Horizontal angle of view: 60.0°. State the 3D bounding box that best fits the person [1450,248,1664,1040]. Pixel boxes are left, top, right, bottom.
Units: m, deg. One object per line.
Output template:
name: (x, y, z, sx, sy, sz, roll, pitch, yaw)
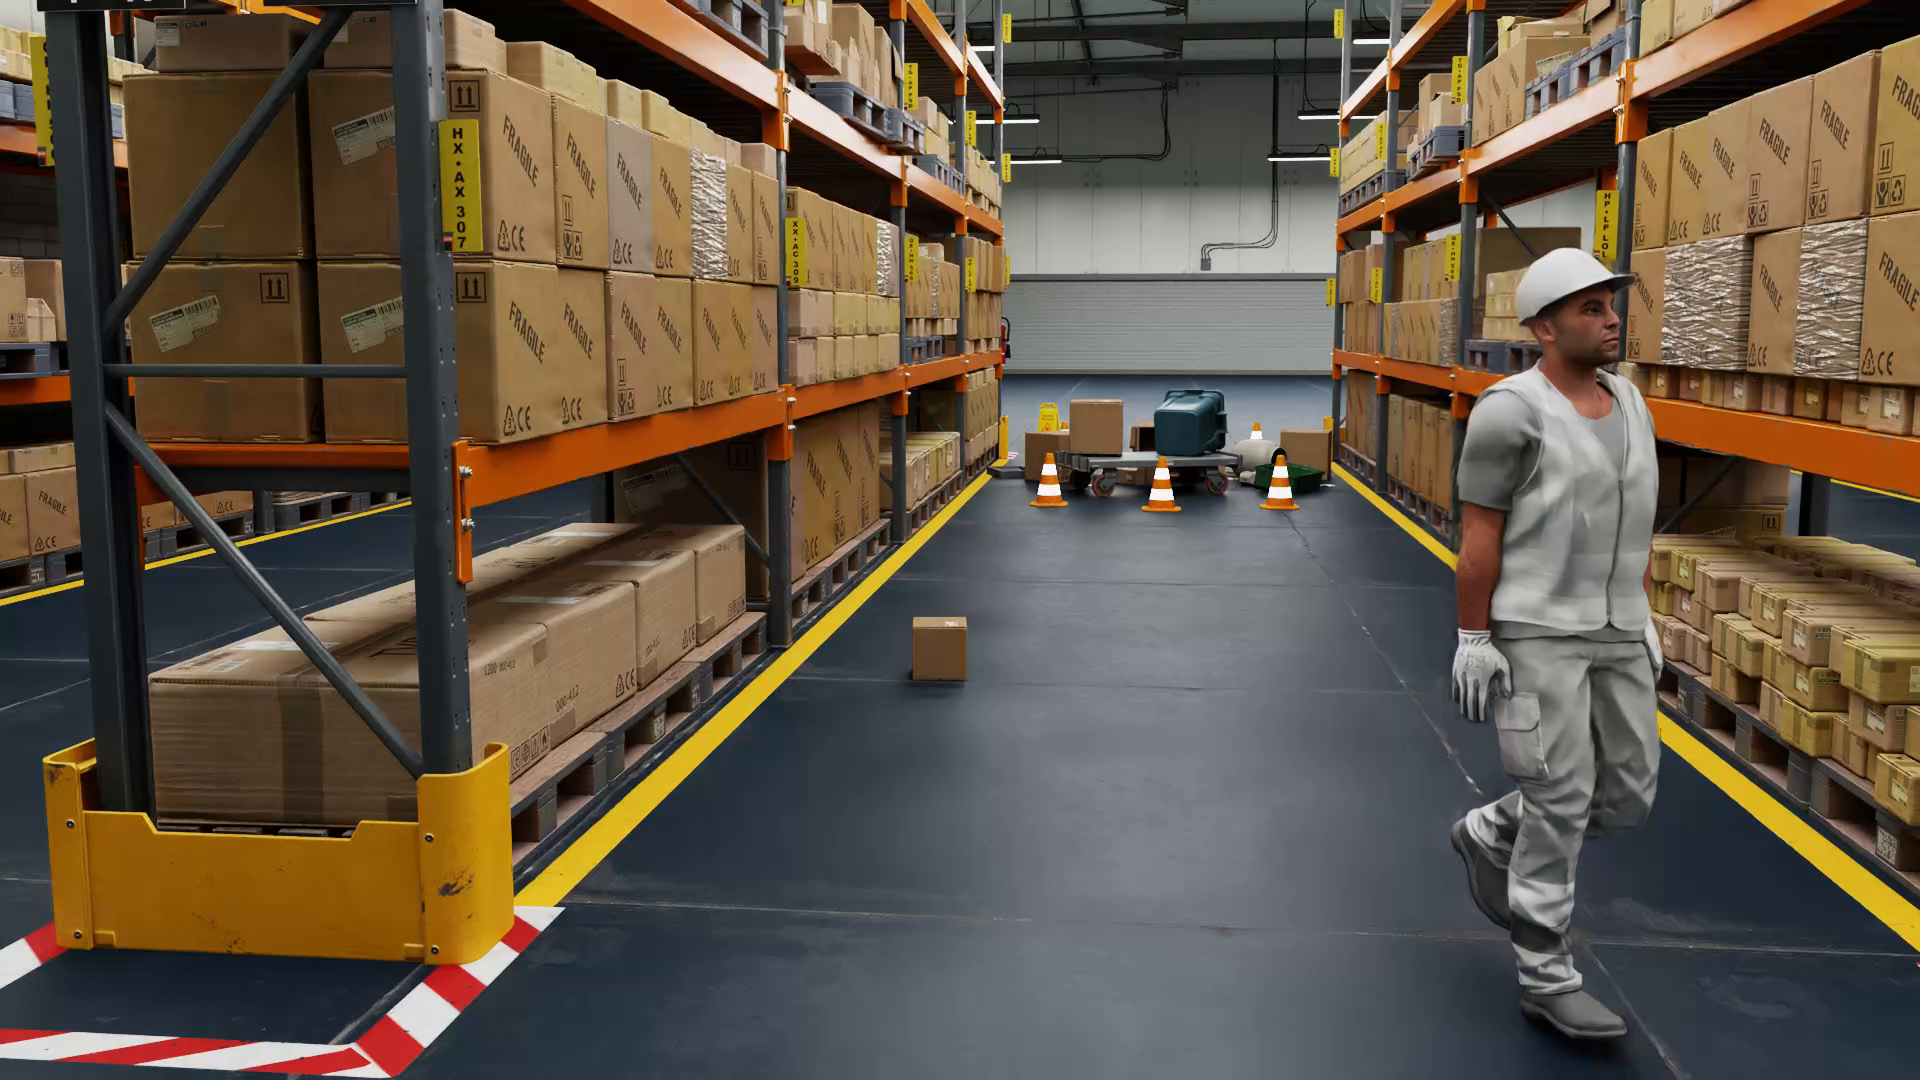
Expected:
person: (1.372, 0.217, 3.911, 0.565, 1.779, 0.714, -3, 8, -24)
